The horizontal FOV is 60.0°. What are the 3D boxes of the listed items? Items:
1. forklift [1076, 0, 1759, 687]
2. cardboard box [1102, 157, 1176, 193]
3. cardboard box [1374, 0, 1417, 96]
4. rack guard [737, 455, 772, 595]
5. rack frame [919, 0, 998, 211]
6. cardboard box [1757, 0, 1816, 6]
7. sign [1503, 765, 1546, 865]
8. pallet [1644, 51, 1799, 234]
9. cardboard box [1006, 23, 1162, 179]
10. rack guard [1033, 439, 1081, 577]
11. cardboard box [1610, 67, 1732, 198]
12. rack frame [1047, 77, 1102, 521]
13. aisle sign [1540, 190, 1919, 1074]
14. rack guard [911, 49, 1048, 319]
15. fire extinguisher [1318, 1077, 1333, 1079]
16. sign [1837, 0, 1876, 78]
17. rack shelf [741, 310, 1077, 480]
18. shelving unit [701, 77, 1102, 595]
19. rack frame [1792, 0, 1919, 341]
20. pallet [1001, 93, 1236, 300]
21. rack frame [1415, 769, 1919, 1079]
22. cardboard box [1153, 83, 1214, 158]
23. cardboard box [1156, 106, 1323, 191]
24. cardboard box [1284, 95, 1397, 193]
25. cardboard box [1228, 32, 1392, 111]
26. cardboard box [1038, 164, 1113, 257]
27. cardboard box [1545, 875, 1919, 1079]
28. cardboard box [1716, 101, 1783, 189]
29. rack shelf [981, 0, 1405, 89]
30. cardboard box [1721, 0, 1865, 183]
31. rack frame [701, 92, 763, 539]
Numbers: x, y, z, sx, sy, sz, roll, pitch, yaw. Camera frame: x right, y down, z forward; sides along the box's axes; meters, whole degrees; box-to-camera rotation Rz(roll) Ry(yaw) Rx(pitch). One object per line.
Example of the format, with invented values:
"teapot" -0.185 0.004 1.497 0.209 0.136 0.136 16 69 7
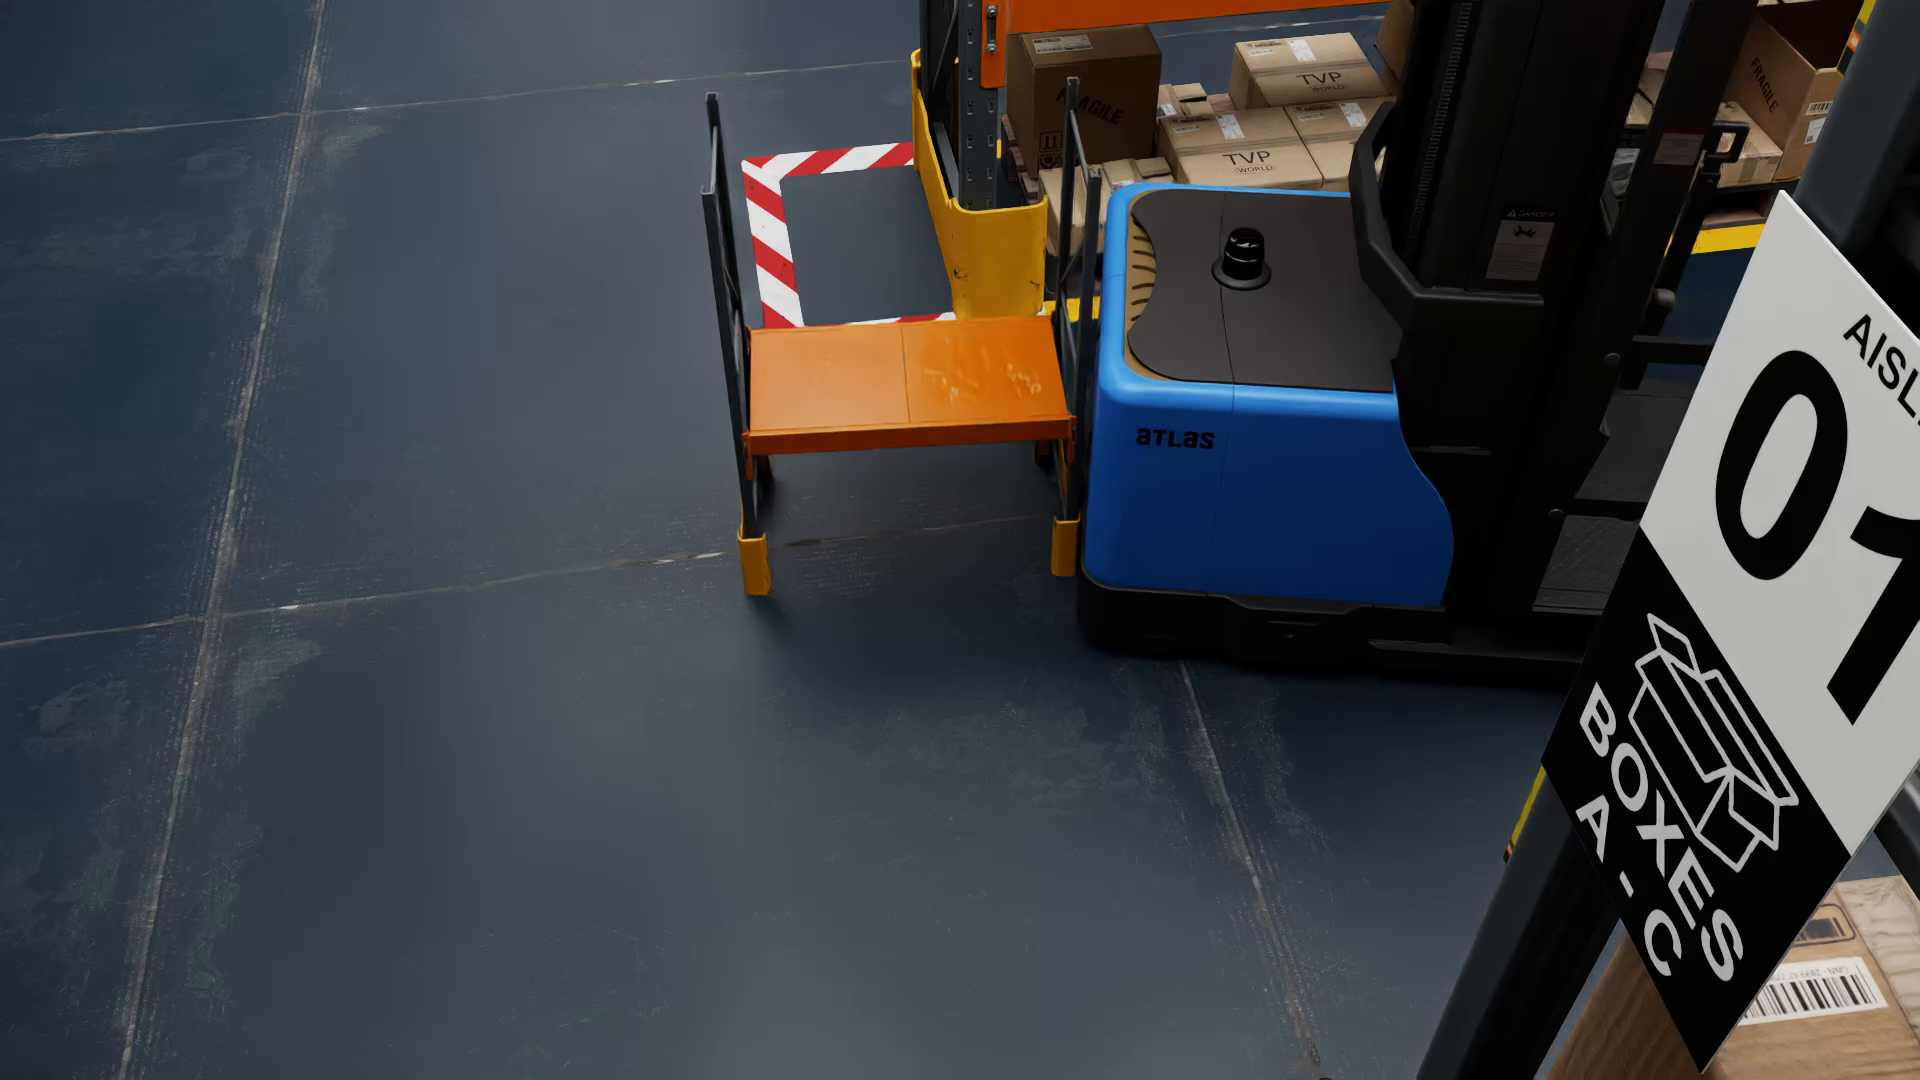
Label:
"forklift" 1.911 -0.939 4.399 3.031 2.935 1.130 4 46 4
"cardboard box" 0.704 -1.292 6.354 0.250 0.166 0.380 -7 46 -7
"cardboard box" 2.077 -1.828 6.636 0.637 0.503 0.797 -7 46 -7
"rack guard" -0.674 -0.121 5.473 0.087 0.250 0.587 -3 46 -3
"rack frame" -0.014 -2.285 5.648 0.127 3.000 1.000 -7 46 -7
"cardboard box" 3.477 -2.097 7.030 0.500 0.311 0.500 -7 46 -7
"sign" 0.756 0.359 2.132 0.005 0.325 0.100 -7 46 -7
"pallet" 3.251 -1.725 7.045 1.213 0.211 1.003 -7 46 -7
"cardboard box" 0.480 -1.812 6.623 0.500 0.500 0.500 -7 46 -7
"rack guard" 0.319 -0.178 5.528 0.087 0.250 0.587 -3 46 -3
"cardboard box" 2.675 -1.632 6.581 0.500 0.311 0.500 -7 46 -7
"rack frame" 0.339 -0.613 5.079 0.032 1.500 0.500 -3 46 -3
"aisle sign" 0.712 0.124 1.522 0.004 0.787 0.394 -7 46 -7
"rack guard" 0.061 -1.427 6.557 0.348 0.500 1.175 -7 46 -7
"fire extinguisher" 0.607 1.077 2.722 0.183 0.674 0.296 -7 46 -7
"sign" 0.756 -0.477 1.264 0.005 0.325 0.100 -7 46 -7
"rack shelf" -0.168 -0.459 5.180 1.000 0.185 0.538 -3 46 -3
"shelving unit" -0.177 -0.583 5.050 1.083 1.500 0.587 -3 46 -3
"rack frame" 0.834 -0.852 0.102 0.127 3.000 1.000 -7 46 -7
"pallet" 0.846 -1.425 6.757 1.213 0.211 1.003 -7 46 -7
"rack frame" 0.834 1.230 2.262 0.127 3.000 1.000 -7 46 -7
"cardboard box" 0.894 -1.682 6.729 0.250 0.166 0.380 -7 46 -7
"cardboard box" 1.063 -1.410 6.410 0.500 0.250 0.500 -7 46 -7
"cardboard box" 1.556 -1.472 6.469 0.500 0.250 0.500 -7 46 -7
"cardboard box" 1.421 -1.820 6.805 0.500 0.250 0.500 -7 46 -7
"cardboard box" 0.457 -1.256 6.331 0.250 0.149 0.380 -7 46 -7
"cardboard box" 1.335 1.056 2.221 0.700 0.700 0.980 -5 46 -5
"cardboard box" 3.055 -1.579 6.643 0.250 0.149 0.380 -7 46 -7
"rack shelf" 1.957 -2.281 6.144 4.000 0.370 1.077 -7 46 -7
"cardboard box" 3.414 -1.790 6.602 0.500 0.500 0.500 -7 46 -7
"rack frame" -0.675 -0.554 5.023 0.032 1.500 0.500 -3 46 -3
